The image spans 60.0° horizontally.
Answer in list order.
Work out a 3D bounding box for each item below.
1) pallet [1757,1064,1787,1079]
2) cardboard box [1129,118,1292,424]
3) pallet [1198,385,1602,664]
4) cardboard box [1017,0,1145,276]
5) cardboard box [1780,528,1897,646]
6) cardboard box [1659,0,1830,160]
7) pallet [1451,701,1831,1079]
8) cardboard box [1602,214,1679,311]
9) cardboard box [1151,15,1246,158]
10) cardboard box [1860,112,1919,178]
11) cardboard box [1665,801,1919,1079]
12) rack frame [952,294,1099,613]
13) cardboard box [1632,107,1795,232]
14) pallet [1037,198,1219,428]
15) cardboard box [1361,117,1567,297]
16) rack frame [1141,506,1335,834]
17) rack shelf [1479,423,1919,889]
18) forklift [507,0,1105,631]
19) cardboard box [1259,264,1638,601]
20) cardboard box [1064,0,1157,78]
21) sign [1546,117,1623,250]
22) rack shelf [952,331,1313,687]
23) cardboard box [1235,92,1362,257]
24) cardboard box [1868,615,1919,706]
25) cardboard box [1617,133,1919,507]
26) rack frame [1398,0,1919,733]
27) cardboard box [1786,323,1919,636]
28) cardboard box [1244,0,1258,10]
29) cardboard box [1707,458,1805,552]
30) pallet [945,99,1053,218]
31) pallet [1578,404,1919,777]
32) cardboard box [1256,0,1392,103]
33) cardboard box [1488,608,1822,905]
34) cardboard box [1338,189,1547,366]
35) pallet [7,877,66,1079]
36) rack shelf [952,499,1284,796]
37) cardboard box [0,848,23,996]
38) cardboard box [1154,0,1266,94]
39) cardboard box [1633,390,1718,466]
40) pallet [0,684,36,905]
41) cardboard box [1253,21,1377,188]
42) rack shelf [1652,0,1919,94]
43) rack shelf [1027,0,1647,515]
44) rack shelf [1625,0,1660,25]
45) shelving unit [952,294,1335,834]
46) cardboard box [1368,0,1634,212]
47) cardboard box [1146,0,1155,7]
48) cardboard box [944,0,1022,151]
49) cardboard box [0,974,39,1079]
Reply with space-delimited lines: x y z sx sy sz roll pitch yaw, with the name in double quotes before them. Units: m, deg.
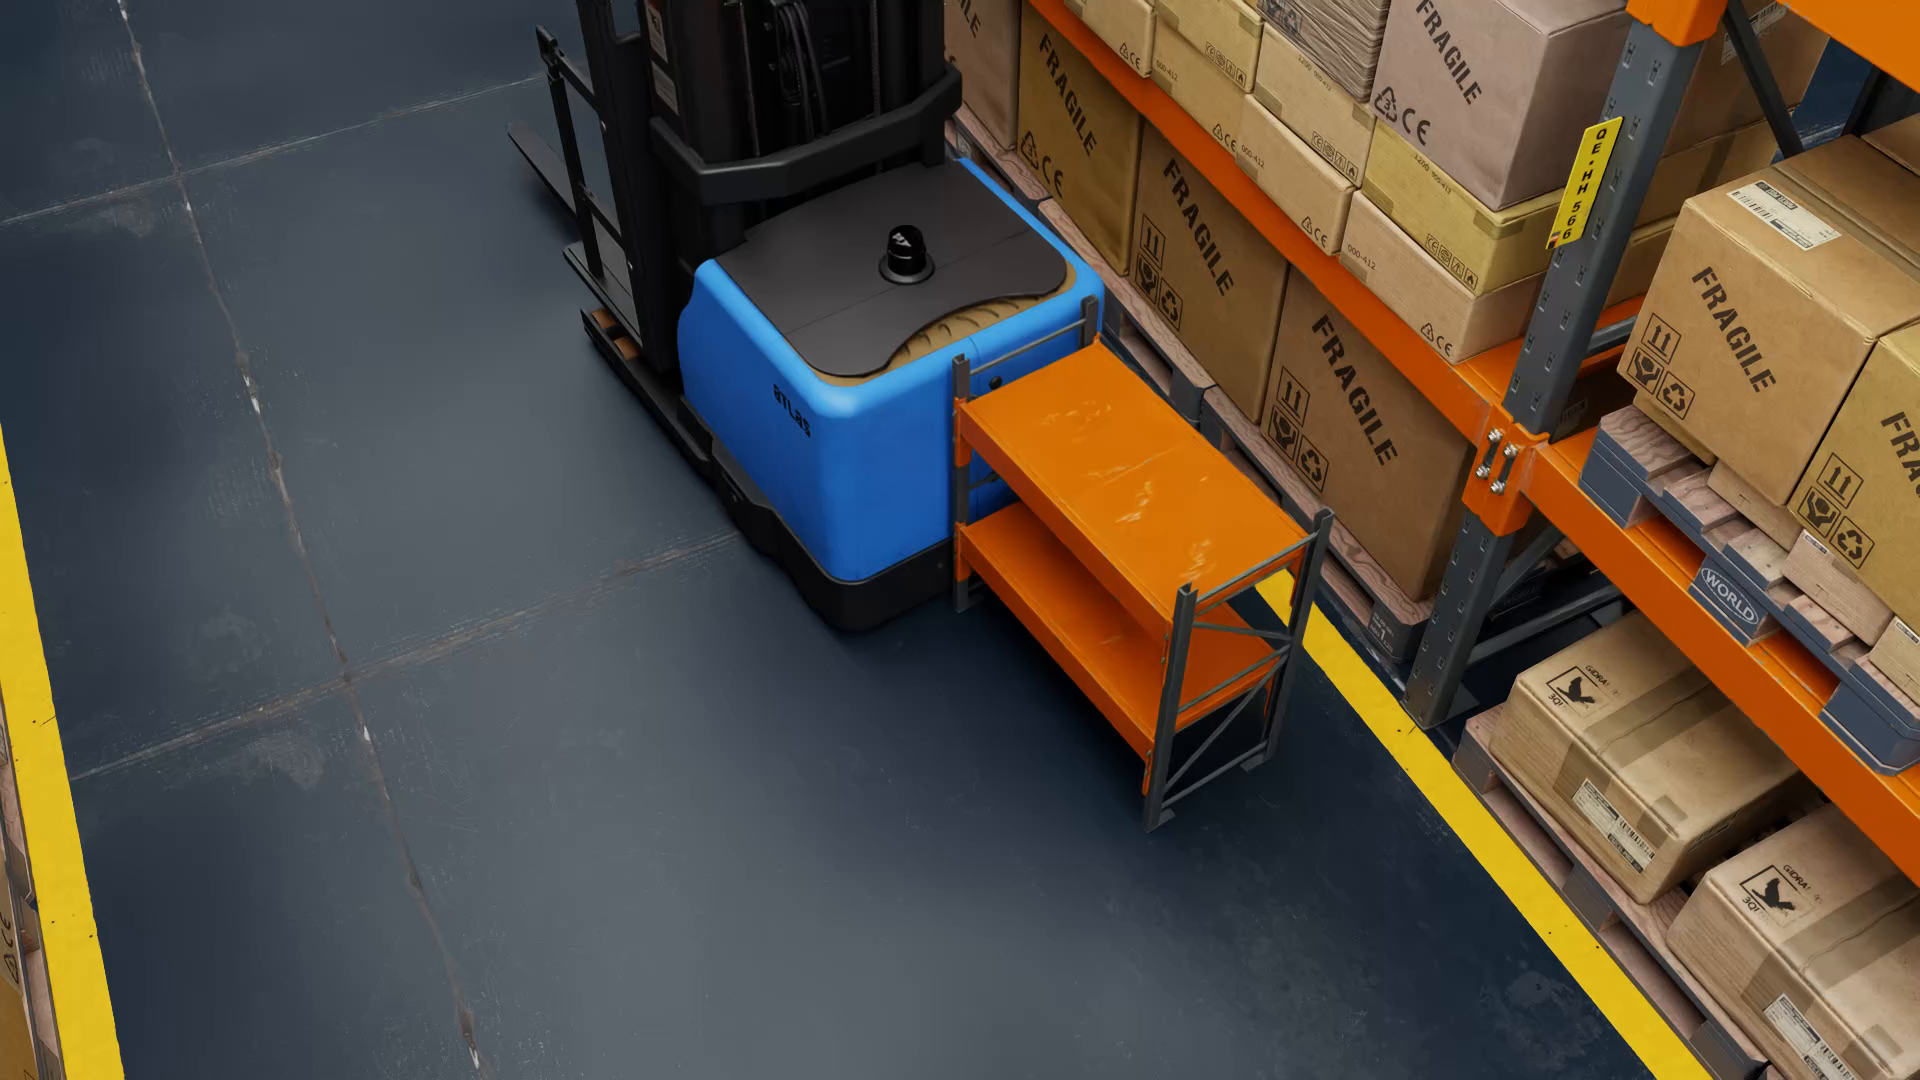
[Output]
"pallet" 2.779 1.661 4.157 1.003 0.211 1.213 -21 52 -18
"cardboard box" 1.222 -1.124 5.873 0.875 0.875 0.875 -21 52 -17
"pallet" 1.575 -0.231 5.812 1.003 0.211 1.213 -21 52 -18
"cardboard box" 0.813 -1.722 6.396 0.875 0.875 0.875 -20 52 -16
"cardboard box" 2.036 0.030 3.619 0.380 0.149 0.250 -24 53 -20
"cardboard box" 1.860 -1.372 4.227 0.500 0.500 0.500 -23 53 -19
"pallet" 2.225 0.846 4.870 1.003 0.211 1.213 -21 52 -18
"cardboard box" 1.868 -0.960 4.697 0.500 0.250 0.500 -22 52 -18
"cardboard box" 0.942 -1.474 5.146 0.500 0.250 0.500 -22 52 -18
"cardboard box" 2.324 -0.656 3.788 0.500 0.500 0.500 -23 53 -19
"cardboard box" 2.463 1.004 4.346 0.950 0.372 0.625 -22 52 -18
"rack frame" 0.192 -0.240 5.213 0.500 1.125 0.032 -27 54 -22
"cardboard box" 1.856 -1.135 4.517 0.500 0.250 0.500 -22 52 -18
"pallet" 1.021 -1.047 6.525 1.003 0.211 1.213 -21 52 -18
"cardboard box" 1.421 -0.947 4.353 0.500 0.250 0.500 -21 52 -18
"rack frame" 0.759 0.395 4.657 0.500 1.125 0.032 -27 54 -22
"rack shelf" 2.784 0.980 3.378 1.077 0.370 4.000 -21 52 -18
"forklift" -0.782 -1.755 5.338 1.130 2.935 3.031 -27 54 -22
"cardboard box" 1.626 -0.525 5.349 0.875 0.875 0.875 -22 52 -18
"cardboard box" 0.684 -1.806 5.436 0.500 0.250 0.500 -22 52 -18
"sign" 1.377 -0.783 3.673 0.100 0.325 0.005 -21 52 -18
"rack shelf" 0.475 -0.115 4.715 0.538 0.278 1.000 -27 54 -22
"cardboard box" 1.159 -1.132 4.847 0.500 0.250 0.500 -20 52 -17
"cardboard box" 2.143 0.221 3.451 0.380 0.149 0.250 -21 52 -17
"cardboard box" 1.869 -0.484 3.637 0.500 0.500 0.500 -23 53 -19
"rack frame" 1.869 -0.596 4.278 1.000 3.000 0.127 -21 52 -18
"cardboard box" 2.113 -0.137 3.334 0.500 0.500 0.500 -19 51 -16
"cardboard box" 0.936 -1.889 4.679 0.500 0.500 0.500 -21 52 -17
"cardboard box" 1.951 -0.169 3.793 0.380 0.149 0.250 -24 53 -20
"pallet" 0.458 -1.864 7.240 1.003 0.211 1.213 -21 52 -18
"pallet" 2.289 -0.092 3.965 1.213 0.211 1.003 -21 52 -18
"cardboard box" 1.157 -1.554 4.386 0.500 0.500 0.500 -20 52 -17
"cardboard box" 2.118 0.513 4.775 0.950 0.372 0.625 -24 53 -20
"cardboard box" 1.406 -0.795 4.552 0.500 0.250 0.500 -23 53 -19
"pallet" -2.843 1.572 4.235 1.003 0.211 1.213 -21 52 -18
"rack shelf" 0.475 0.239 5.119 0.538 0.278 1.000 -27 54 -22
"cardboard box" -2.817 0.965 4.295 0.500 0.500 0.500 -21 52 -17
"cardboard box" 0.931 -1.625 4.946 0.500 0.250 0.500 -22 53 -18
"cardboard box" 1.852 -0.370 3.968 0.380 0.149 0.250 -24 53 -20
"pallet" -3.397 0.756 4.948 1.003 0.211 1.213 -21 52 -18
"cardboard box" 1.183 -1.289 4.652 0.500 0.250 0.500 -22 53 -18
"rack shelf" 2.784 -0.008 2.249 1.077 0.370 4.000 -21 52 -18
"rack shelf" 0.953 -1.697 5.720 1.077 0.370 4.000 -21 52 -18
"rack shelf" 0.953 -2.685 4.591 1.077 0.370 4.000 -21 52 -18
"shelving unit" 0.475 0.078 4.935 0.538 1.125 1.048 -27 54 -22
"cardboard box" 1.399 -1.214 4.088 0.500 0.500 0.500 -22 53 -18
"cardboard box" 0.693 -1.972 5.250 0.500 0.250 0.500 -23 53 -19
"cardboard box" 0.393 -2.324 6.922 0.875 0.875 0.875 -20 52 -16
"cardboard box" -2.583 1.300 4.001 0.500 0.500 0.500 -23 53 -19
